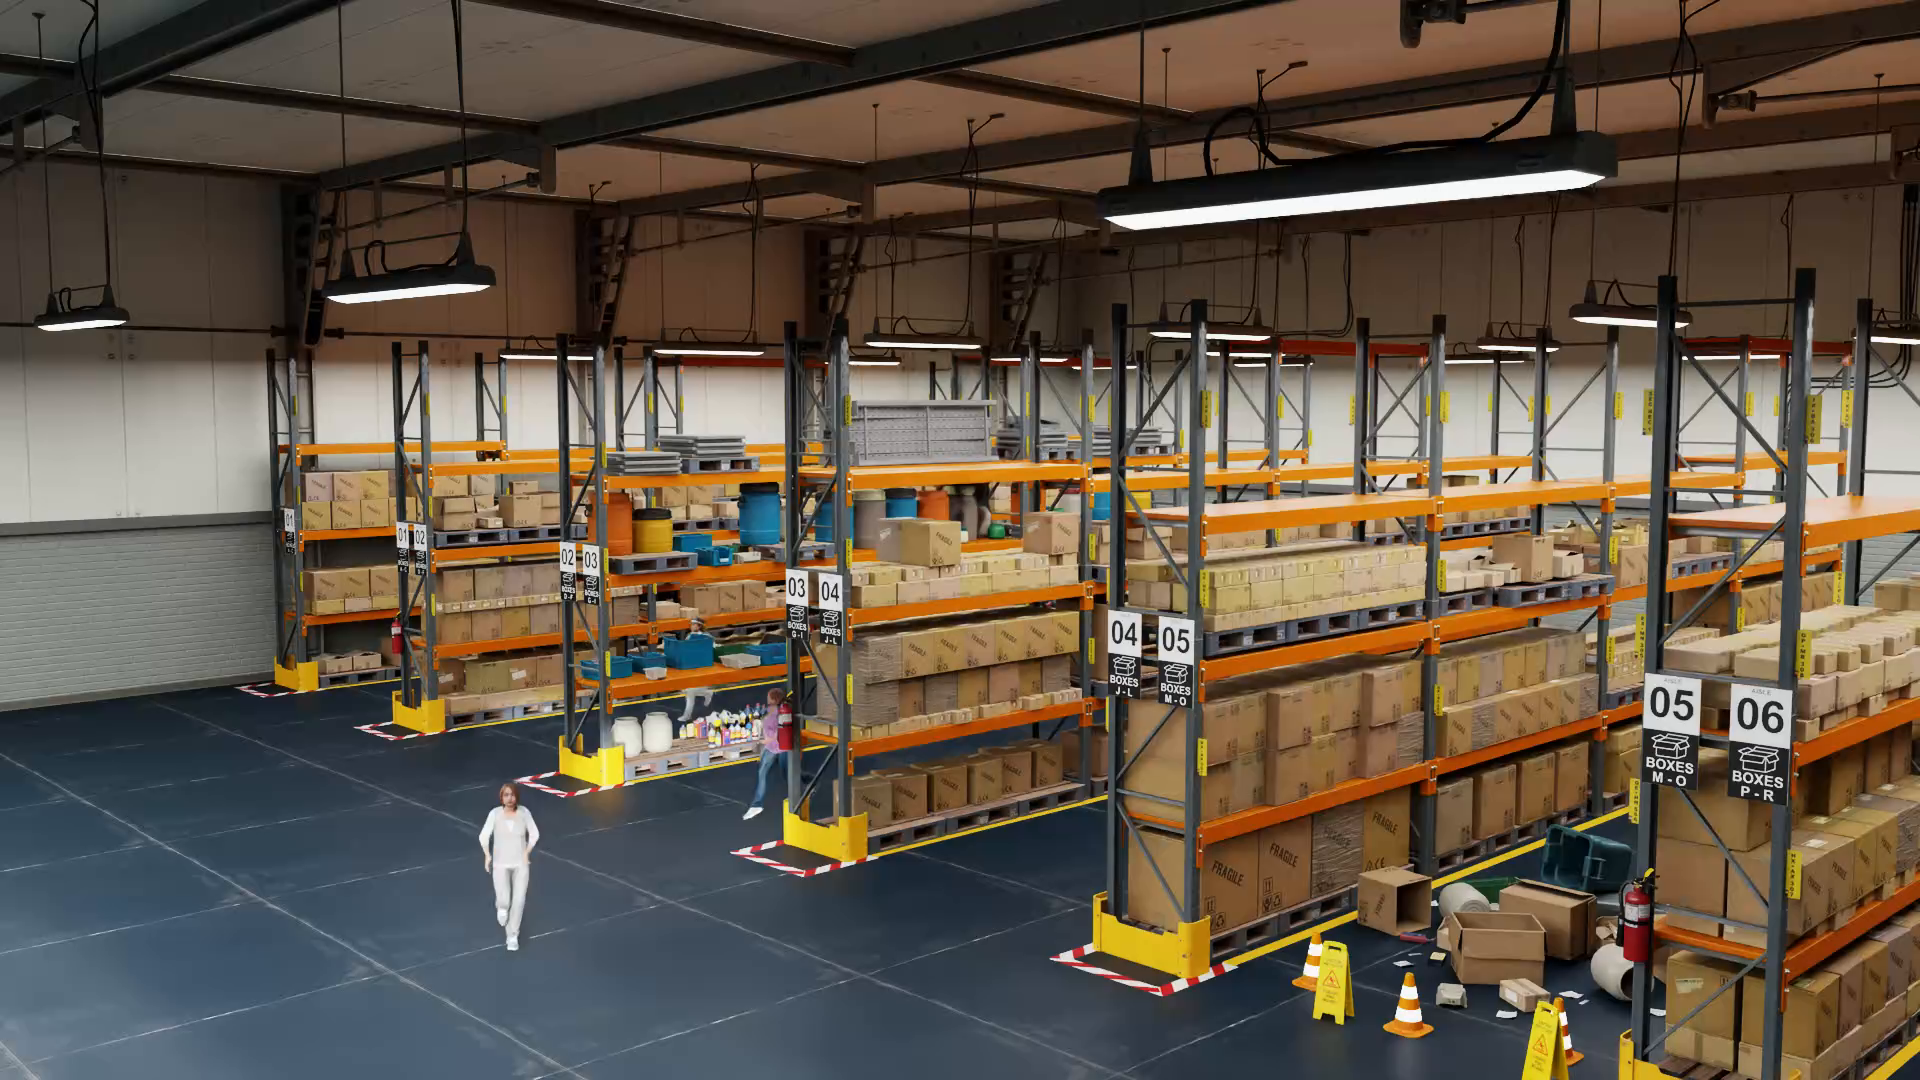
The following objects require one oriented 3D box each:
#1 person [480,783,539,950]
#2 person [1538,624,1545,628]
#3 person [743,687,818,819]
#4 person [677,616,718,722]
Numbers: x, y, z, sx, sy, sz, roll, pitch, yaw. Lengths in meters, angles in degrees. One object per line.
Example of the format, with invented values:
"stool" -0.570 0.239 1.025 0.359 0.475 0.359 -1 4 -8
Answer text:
"person" -4.229 3.047 15.642 0.542 1.558 0.546 -2 5 -18
"person" 8.659 2.134 24.874 0.672 1.770 0.838 4 6 38
"person" -2.211 2.613 20.551 1.033 1.580 0.507 -4 6 -40
"person" -4.208 2.035 26.635 0.632 1.661 0.862 3 6 35
